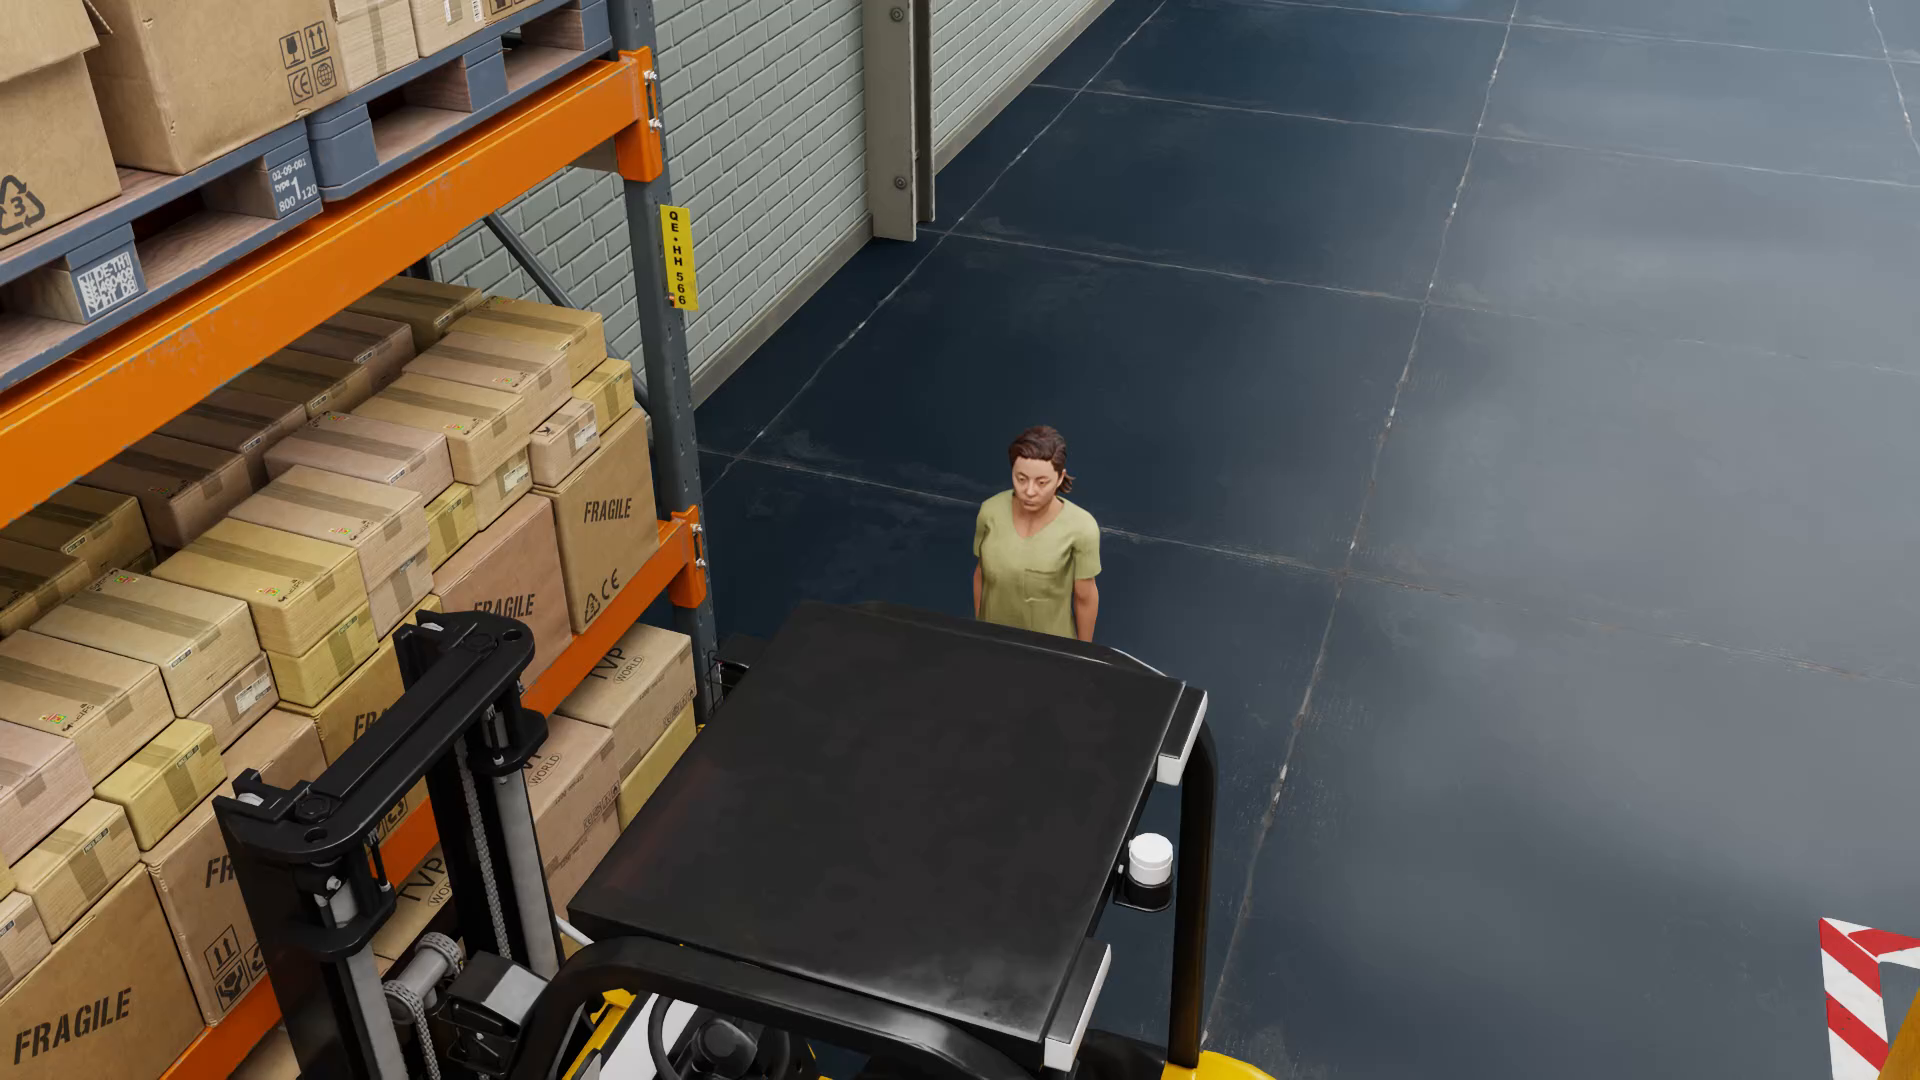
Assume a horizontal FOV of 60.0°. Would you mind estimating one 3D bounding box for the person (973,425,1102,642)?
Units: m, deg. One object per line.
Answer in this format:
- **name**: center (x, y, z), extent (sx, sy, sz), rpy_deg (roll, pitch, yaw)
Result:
- **person**: center (0.235, 0.379, 5.598), extent (0.440, 1.693, 0.369), rpy_deg (12, 35, 18)
